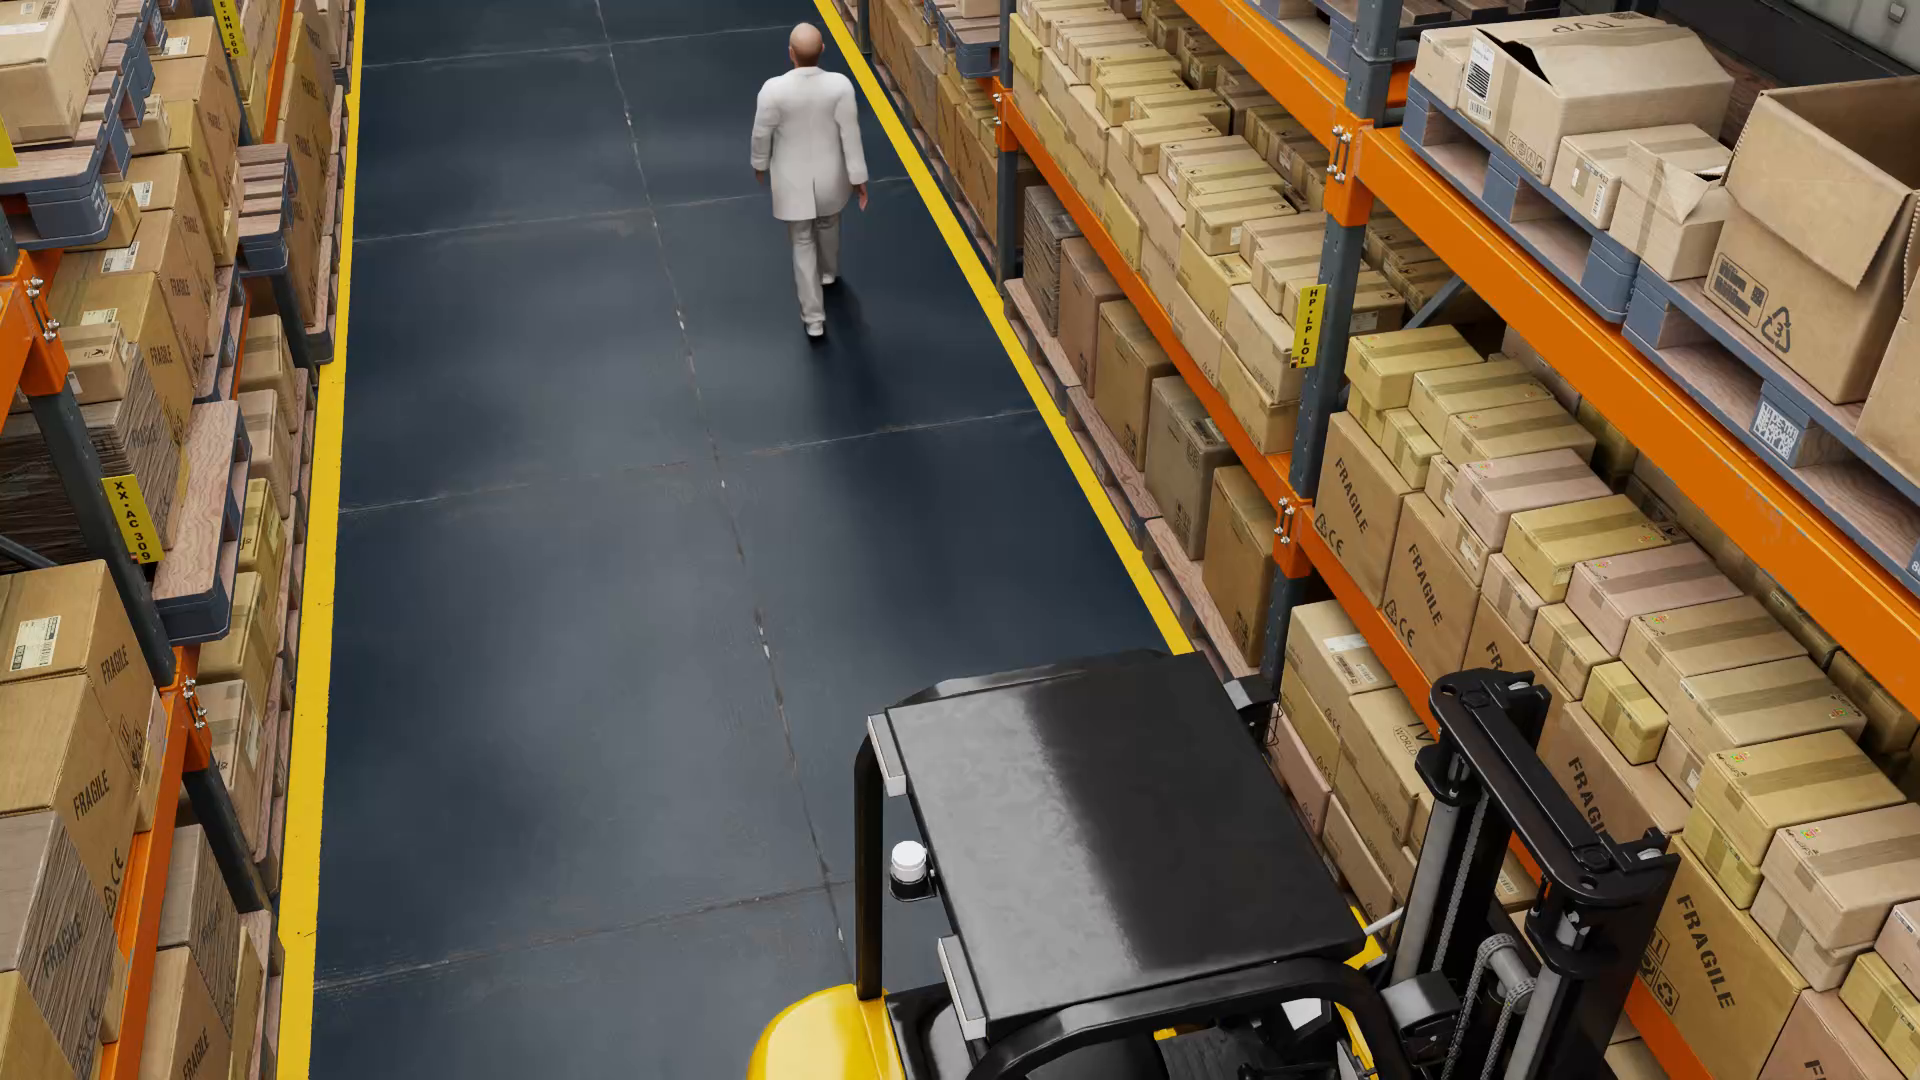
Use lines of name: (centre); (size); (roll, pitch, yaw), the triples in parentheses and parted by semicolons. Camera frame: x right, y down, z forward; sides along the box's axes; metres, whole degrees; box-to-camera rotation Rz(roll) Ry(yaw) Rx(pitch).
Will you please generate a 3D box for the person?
person: (-0.873, -2.117, 9.459); (0.624, 1.768, 0.923); (-9, 39, -11)
